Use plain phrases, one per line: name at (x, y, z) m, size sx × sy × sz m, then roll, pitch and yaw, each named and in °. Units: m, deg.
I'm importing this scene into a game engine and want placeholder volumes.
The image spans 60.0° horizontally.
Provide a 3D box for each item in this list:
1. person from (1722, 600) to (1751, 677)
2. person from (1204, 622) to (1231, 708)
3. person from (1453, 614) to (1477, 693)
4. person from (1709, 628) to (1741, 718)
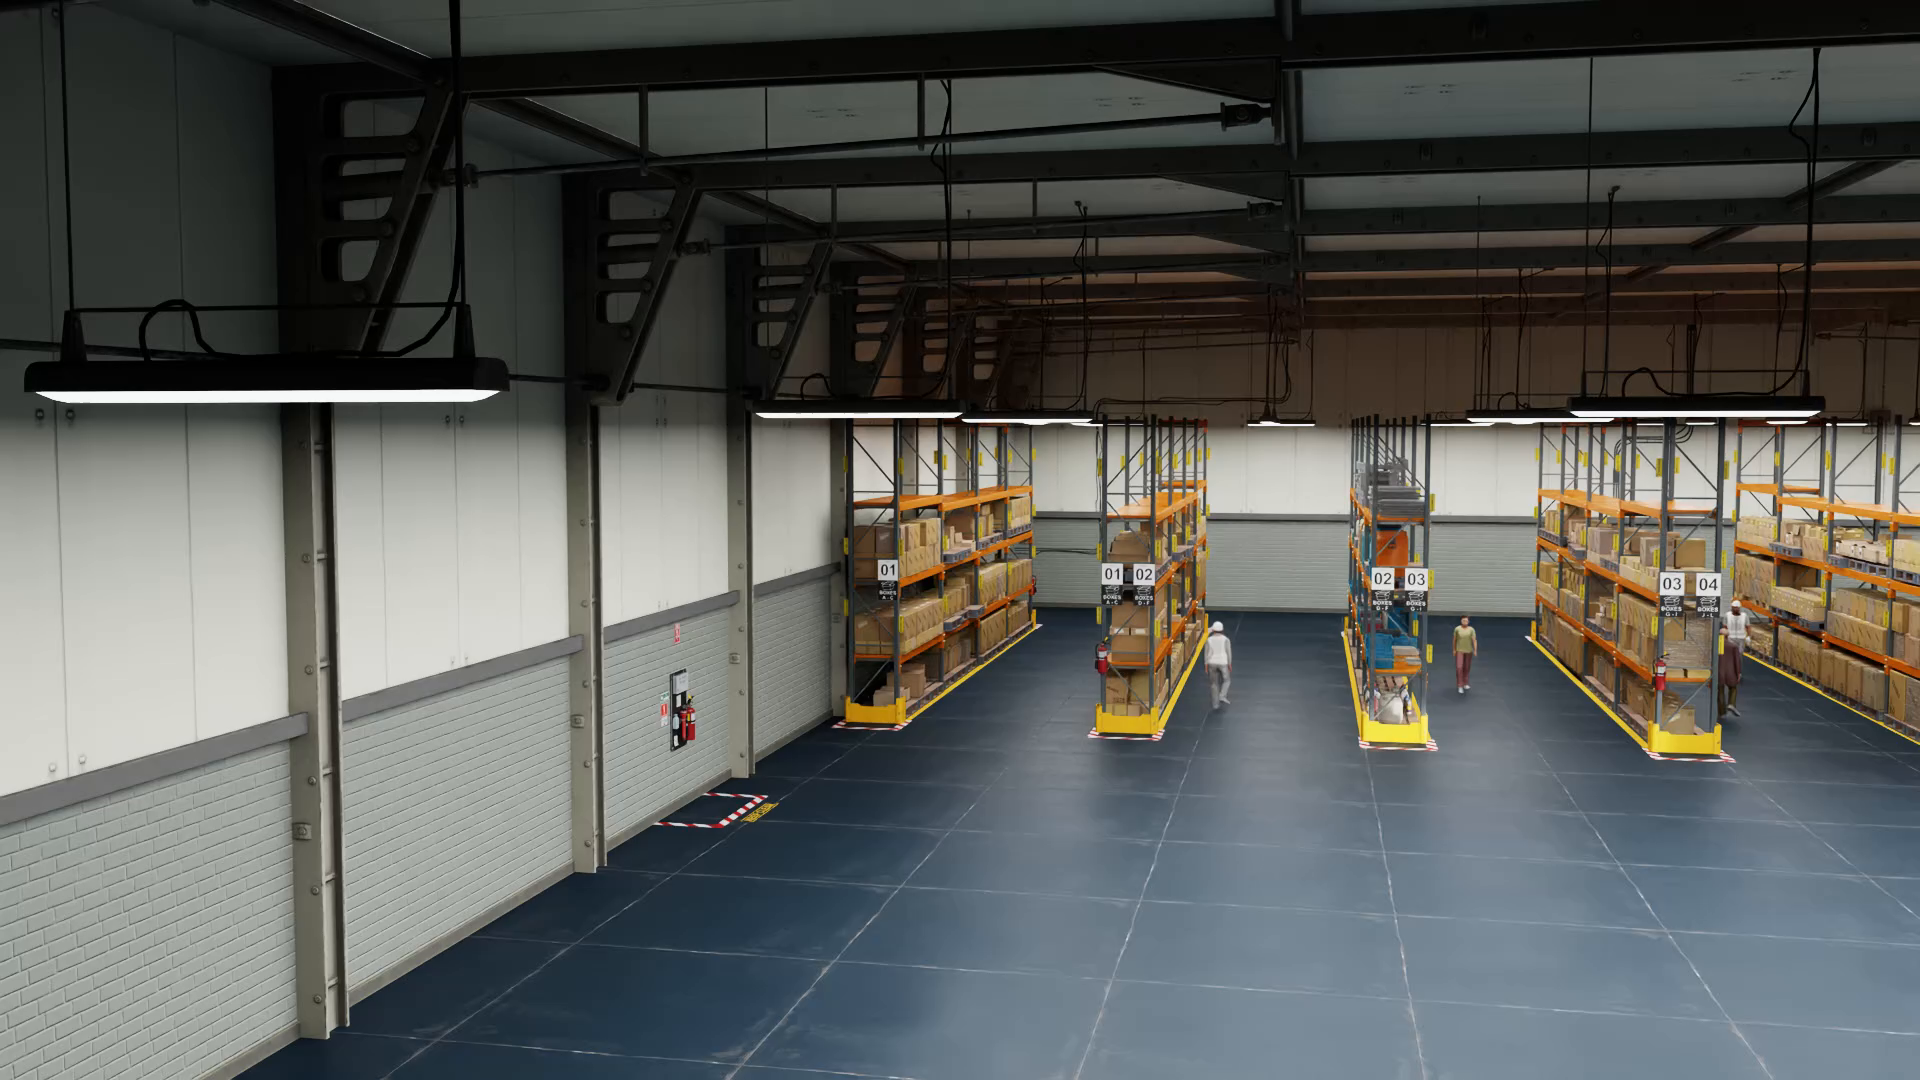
person at (17.853, 2.306, 38.251) m, size 0.610 × 1.840 × 0.532 m, roll 2°, pitch 4°, yaw 23°
person at (5.288, 2.561, 34.121) m, size 0.569 × 1.763 × 0.478 m, roll 1°, pitch 4°, yaw 20°
person at (11.052, 2.483, 36.390) m, size 0.490 × 1.678 × 0.646 m, roll 1°, pitch 4°, yaw 11°
person at (15.126, 2.642, 32.907) m, size 0.616 × 1.776 × 0.564 m, roll 1°, pitch 4°, yaw 16°
